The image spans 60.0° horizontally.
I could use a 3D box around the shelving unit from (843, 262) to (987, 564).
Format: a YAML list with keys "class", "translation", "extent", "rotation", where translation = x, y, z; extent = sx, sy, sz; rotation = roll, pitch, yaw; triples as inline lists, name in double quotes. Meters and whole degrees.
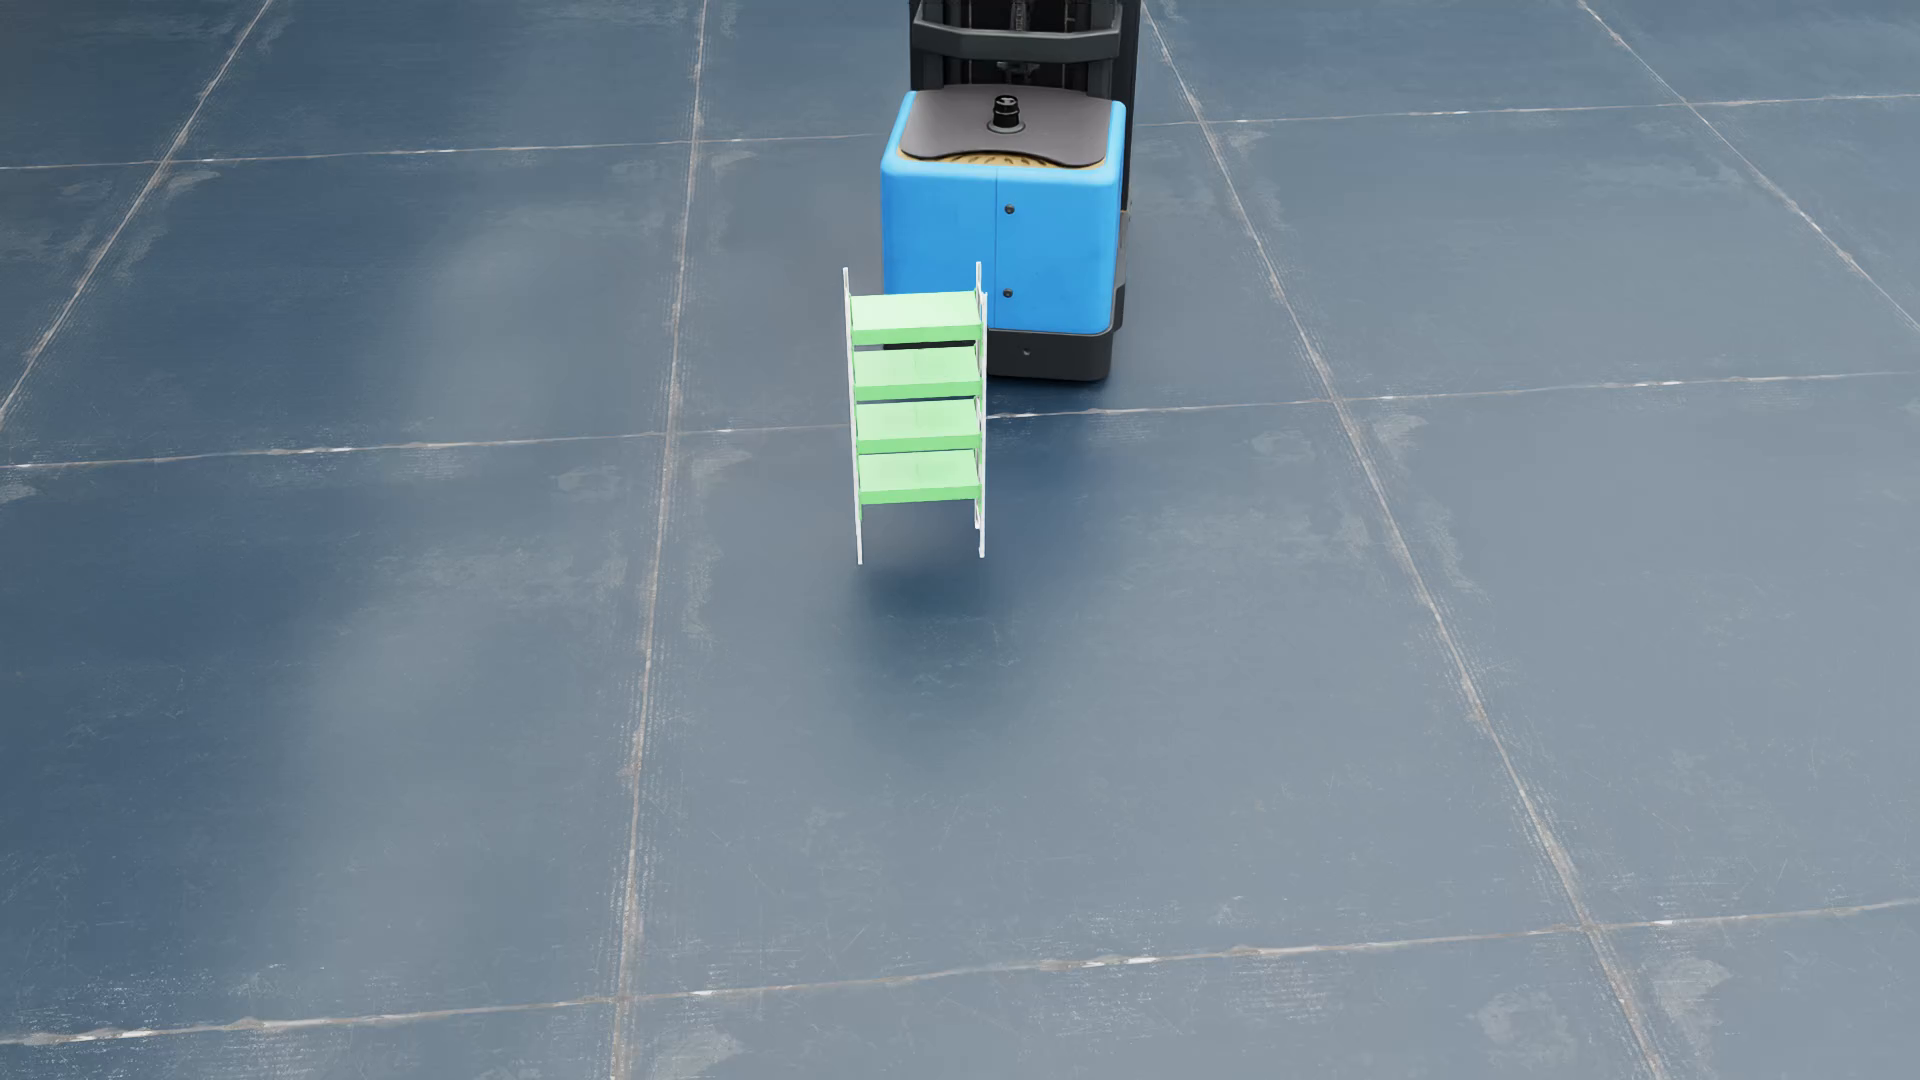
- class: "shelving unit"
  translation: [-0.165, -0.462, 6.367]
  extent: [0.503, 1.200, 0.258]
  rotation: [-3, 38, -4]

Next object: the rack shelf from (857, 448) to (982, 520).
- class: "rack shelf"
  translation: [-0.165, -0.223, 6.555]
  extent: [0.480, 0.148, 0.258]
  rotation: [-3, 38, -4]

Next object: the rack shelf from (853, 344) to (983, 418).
- class: "rack shelf"
  translation: [-0.165, -0.600, 6.258]
  extent: [0.480, 0.148, 0.258]
  rotation: [-3, 38, -4]

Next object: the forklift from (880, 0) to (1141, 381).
- class: "forklift"
  translation: [0.334, -2.777, 7.904]
  extent: [1.130, 2.935, 3.031]
  rotation: [4, 38, 5]

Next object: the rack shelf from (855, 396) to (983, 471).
- class: "rack shelf"
  translation: [-0.165, -0.412, 6.406]
  extent: [0.480, 0.148, 0.258]
  rotation: [-3, 38, -4]

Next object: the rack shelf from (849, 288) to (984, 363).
- class: "rack shelf"
  translation: [-0.165, -0.789, 6.109]
  extent: [0.480, 0.148, 0.258]
  rotation: [-3, 38, -4]

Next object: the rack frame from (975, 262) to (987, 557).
- class: "rack frame"
  translation: [0.078, -0.475, 6.384]
  extent: [0.015, 1.200, 0.240]
  rotation: [-3, 38, -4]

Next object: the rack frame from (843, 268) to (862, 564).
- class: "rack frame"
  translation: [-0.408, -0.449, 6.350]
  extent: [0.015, 1.200, 0.240]
  rotation: [-3, 38, -4]
